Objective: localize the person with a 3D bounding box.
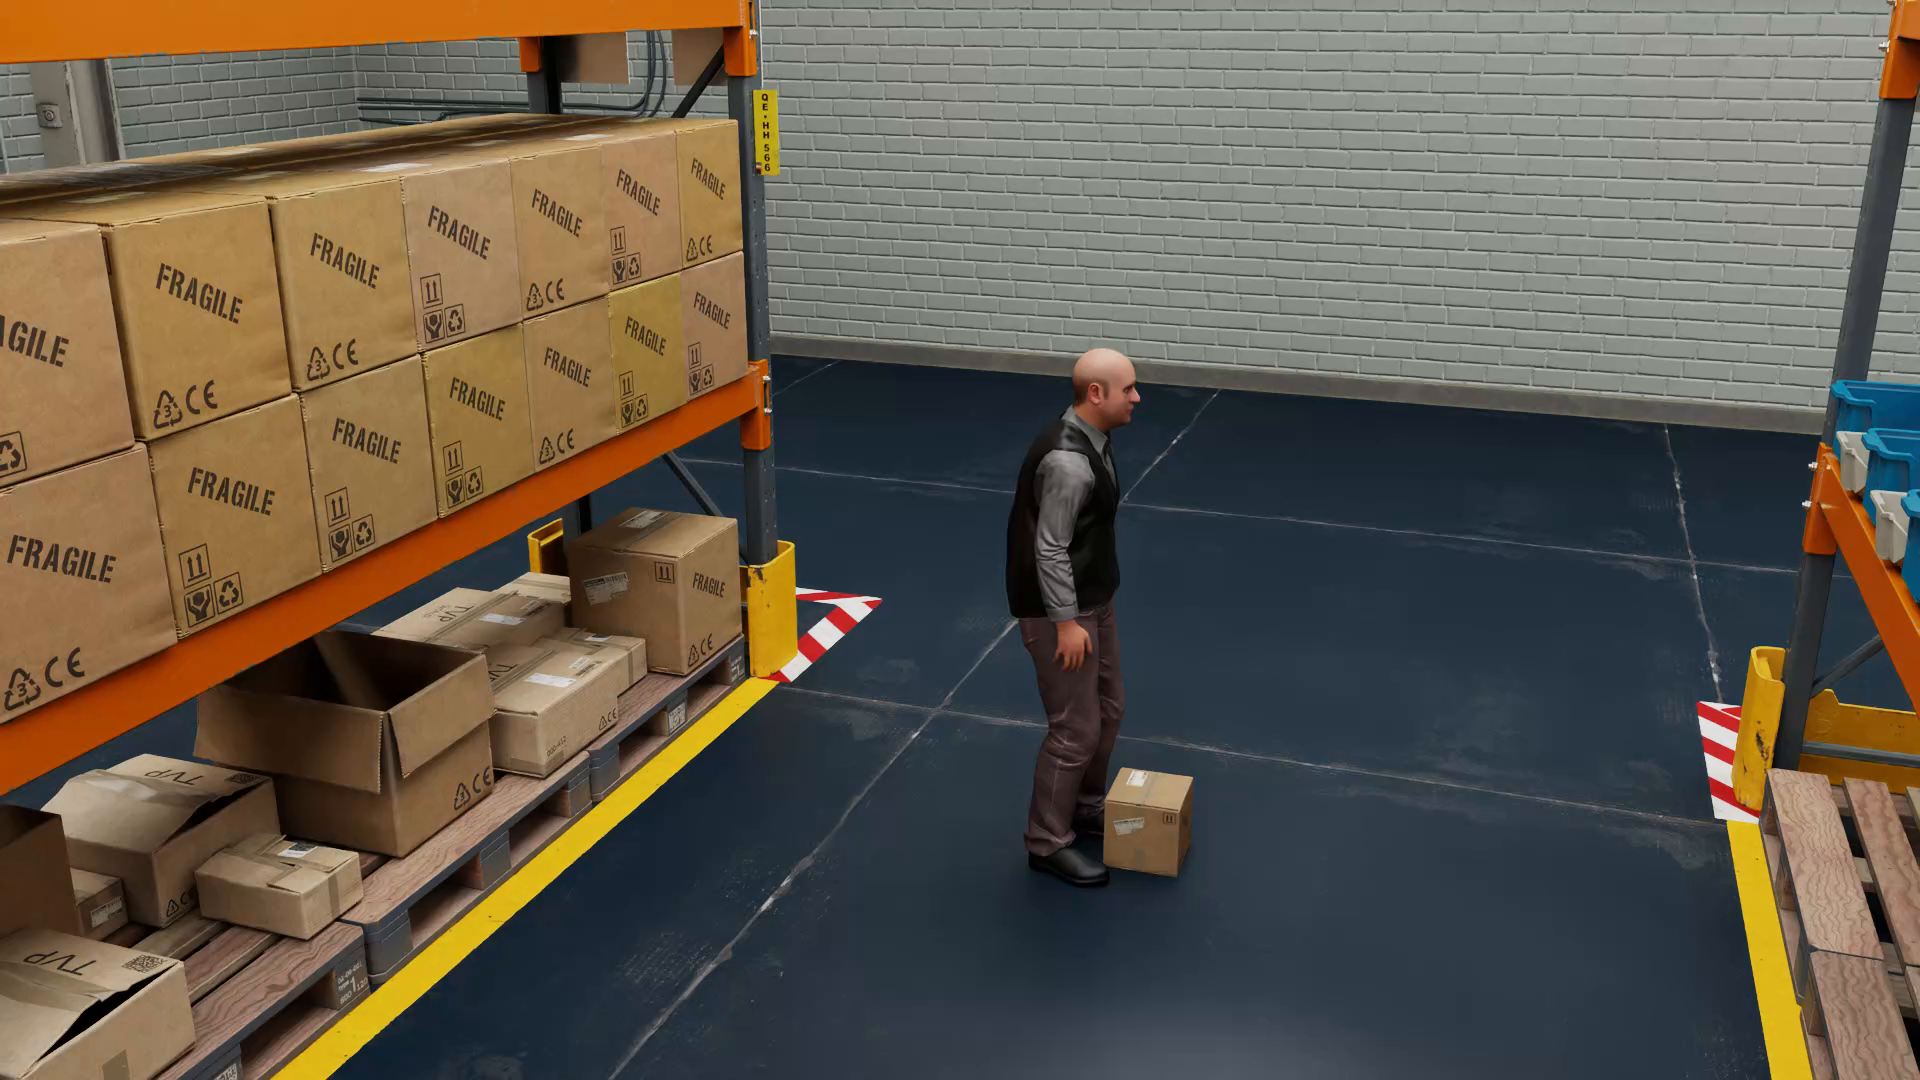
[{"bbox_3d":[0.390,0.223,5.434,0.475,1.719,0.585,5,19,15],"label":"person"}]
